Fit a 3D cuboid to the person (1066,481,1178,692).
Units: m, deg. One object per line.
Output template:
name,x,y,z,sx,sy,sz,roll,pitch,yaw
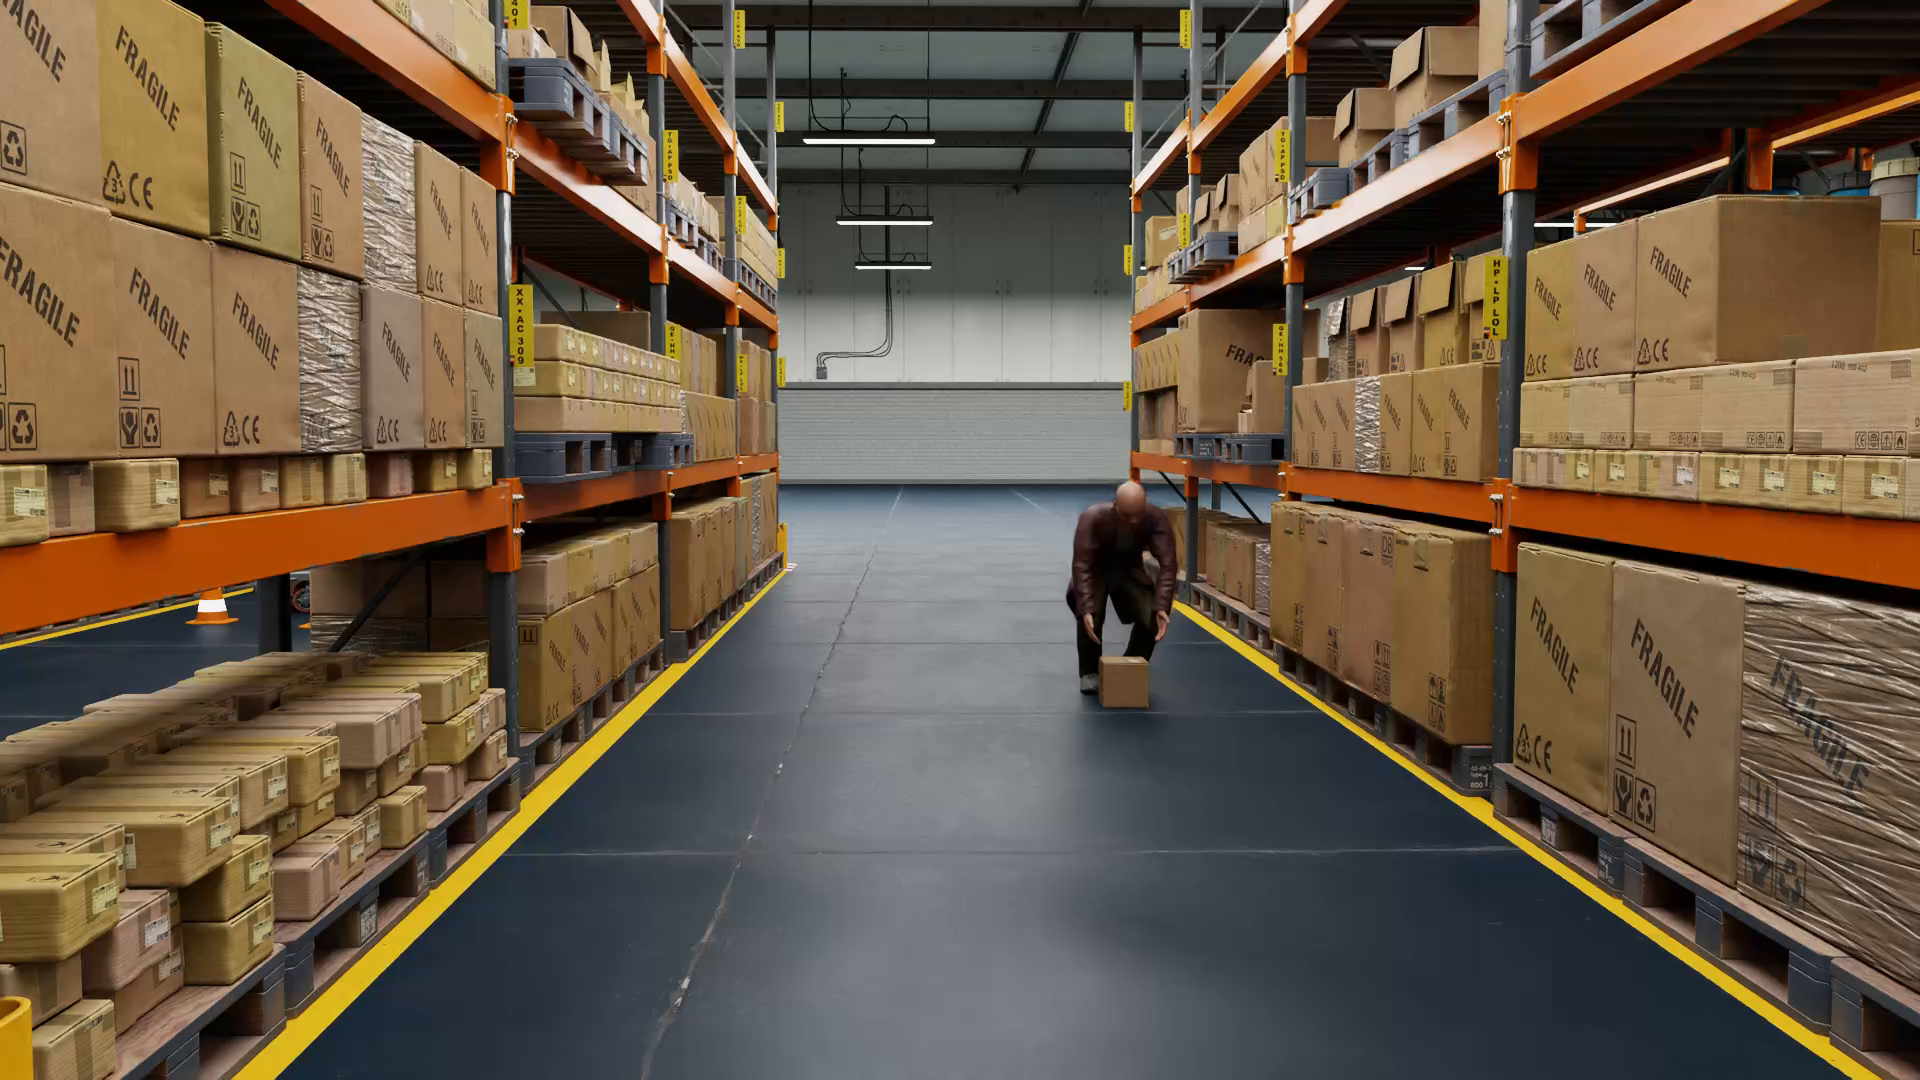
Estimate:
person,0.931,0.274,9.688,0.630,1.234,0.804,0,4,-1
